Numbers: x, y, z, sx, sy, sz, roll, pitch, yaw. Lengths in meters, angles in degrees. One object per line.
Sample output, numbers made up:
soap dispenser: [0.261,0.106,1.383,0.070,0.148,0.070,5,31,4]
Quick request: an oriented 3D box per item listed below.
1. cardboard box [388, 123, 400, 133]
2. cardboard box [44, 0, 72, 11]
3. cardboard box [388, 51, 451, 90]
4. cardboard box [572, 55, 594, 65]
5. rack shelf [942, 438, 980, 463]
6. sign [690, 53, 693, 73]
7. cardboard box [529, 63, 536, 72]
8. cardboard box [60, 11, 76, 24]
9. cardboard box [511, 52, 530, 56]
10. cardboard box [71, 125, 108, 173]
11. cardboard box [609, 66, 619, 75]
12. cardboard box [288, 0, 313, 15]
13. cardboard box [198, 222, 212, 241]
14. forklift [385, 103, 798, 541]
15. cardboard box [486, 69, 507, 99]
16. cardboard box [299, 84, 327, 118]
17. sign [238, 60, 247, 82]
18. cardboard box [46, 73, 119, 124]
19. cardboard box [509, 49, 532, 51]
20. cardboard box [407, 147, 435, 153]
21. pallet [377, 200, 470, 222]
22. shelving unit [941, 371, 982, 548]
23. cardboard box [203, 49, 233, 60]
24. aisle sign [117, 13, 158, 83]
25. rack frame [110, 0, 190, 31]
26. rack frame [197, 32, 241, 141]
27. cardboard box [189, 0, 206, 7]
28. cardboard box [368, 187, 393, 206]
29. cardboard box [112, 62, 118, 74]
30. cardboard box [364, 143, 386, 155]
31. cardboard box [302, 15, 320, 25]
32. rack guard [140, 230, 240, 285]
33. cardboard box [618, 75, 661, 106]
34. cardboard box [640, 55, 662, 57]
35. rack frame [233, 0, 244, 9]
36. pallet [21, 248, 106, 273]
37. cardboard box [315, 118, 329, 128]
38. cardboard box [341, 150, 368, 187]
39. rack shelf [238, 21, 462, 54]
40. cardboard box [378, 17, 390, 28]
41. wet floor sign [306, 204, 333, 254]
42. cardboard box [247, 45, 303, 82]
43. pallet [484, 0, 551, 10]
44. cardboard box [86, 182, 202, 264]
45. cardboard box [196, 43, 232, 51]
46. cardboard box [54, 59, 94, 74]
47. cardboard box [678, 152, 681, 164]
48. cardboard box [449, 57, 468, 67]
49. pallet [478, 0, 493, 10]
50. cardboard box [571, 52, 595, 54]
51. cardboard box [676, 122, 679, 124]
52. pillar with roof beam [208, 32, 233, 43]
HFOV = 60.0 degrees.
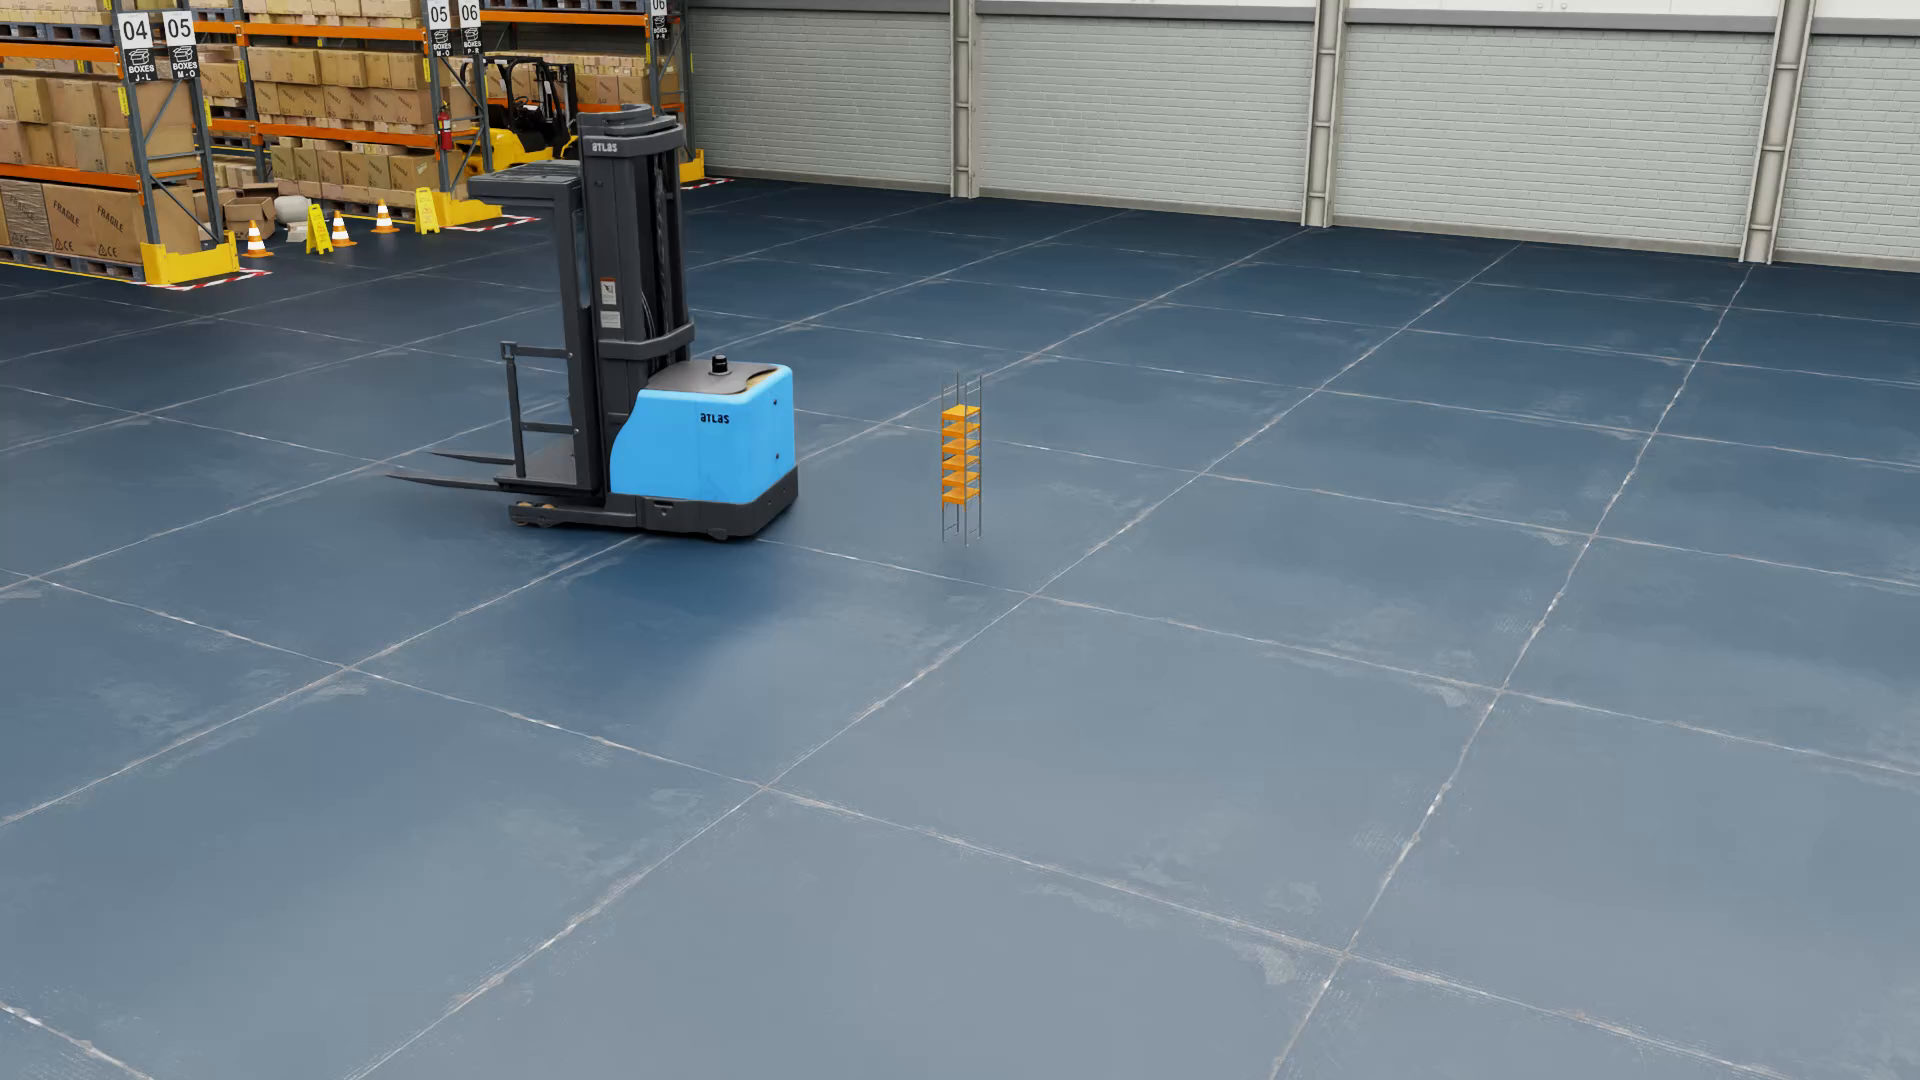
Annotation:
cardboard box: [-8.320,-6.182,24.877,0.250,0.149,0.380,10,22,26]
cardboard box: [-10.726,-6.558,20.169,0.500,0.250,0.500,11,23,27]
cardboard box: [-7.953,-6.920,24.494,0.500,0.500,0.700,10,22,26]
cardboard box: [-6.562,-8.393,29.069,0.250,0.149,0.380,11,23,28]
rack shelf: [0.013,-0.633,11.628,0.180,0.103,0.258,11,23,27]
sign: [-4.707,-8.330,29.045,0.005,0.325,0.100,11,23,27]
cardboard box: [-7.450,-8.423,29.588,0.250,0.149,0.380,11,22,27]
cardboard box: [-10.626,-6.328,20.119,0.250,0.149,0.380,11,23,28]
cardboard box: [-7.842,-8.681,29.864,0.250,0.149,0.380,10,22,26]
cardboard box: [-10.563,-4.957,20.910,0.550,0.550,0.875,11,23,27]
cardboard box: [-5.857,-8.143,28.816,0.250,0.149,0.380,11,23,28]
cardboard box: [-9.756,-8.063,25.079,0.500,0.250,0.500,11,23,28]
cardboard box: [-10.820,-4.395,23.592,0.258,0.266,0.396,16,25,36]
forklift: [-2.798,-1.634,12.073,3.031,2.935,1.130,5,21,14]
cardboard box: [-8.215,-8.282,30.152,0.500,0.500,0.500,10,22,26]
cardboard box: [-9.763,-6.775,25.561,0.500,0.500,0.500,11,22,27]
sign: [-11.160,-7.287,25.857,0.005,0.325,0.100,11,23,27]
cardboard box: [-10.979,-5.602,21.106,0.550,0.550,0.875,11,23,27]
cardboard box: [-8.049,-8.915,30.510,0.250,0.149,0.380,11,23,27]
cardboard box: [-8.450,-5.807,25.790,0.500,0.500,0.500,10,22,25]
pallet: [-8.159,-5.091,25.589,1.213,0.211,1.003,11,23,27]
shelving unit: [0.013,-0.562,11.654,0.189,1.200,0.258,11,23,27]
cardboard box: [-12.129,-7.931,27.181,0.250,0.149,0.380,12,23,30]
aisle sign: [-9.811,-5.874,19.847,0.004,0.787,0.394,11,23,27]
rack frame: [-9.727,-7.573,19.546,0.127,3.000,1.000,11,23,27]
rack frame: [-15.459,-9.717,34.254,0.127,3.000,1.000,11,23,27]
cardboard box: [-11.913,-8.585,26.339,0.500,0.250,0.500,11,23,28]
cardboard box: [-8.686,-5.291,25.469,0.500,0.250,0.500,11,23,27]
cardboard box: [-13.646,-7.730,27.577,0.500,0.500,0.500,12,23,30]
cardboard box: [-8.798,-5.945,25.221,0.250,0.149,0.380,11,23,28]
cardboard box: [-9.658,-7.835,25.036,0.250,0.149,0.380,10,22,26]
rack guard: [-9.706,-3.574,20.984,0.348,0.500,1.175,11,23,27]
cardboard box: [-5.541,-7.772,28.746,0.500,0.500,0.500,10,22,26]
cardboard box: [-5.374,-8.396,29.077,0.250,0.149,0.380,12,23,29]
rack frame: [-10.893,-9.729,25.488,0.127,3.000,1.000,11,23,27]
pallet: [-11.524,-3.755,21.907,1.213,0.211,1.003,11,23,27]
cardboard box: [-9.662,-6.427,25.552,0.250,0.149,0.380,11,23,28]
cardboard box: [-9.122,-5.728,25.574,0.500,0.500,0.500,10,22,26]
rack shelf: [-9.147,-7.648,25.206,4.000,0.370,1.077,11,23,27]
cardboard box: [-8.297,-7.597,24.380,0.250,0.149,0.380,12,23,29]
wet floor sign: [-8.736,-4.231,22.582,0.232,0.644,0.267,7,21,18]
cardboard box: [-10.614,-7.428,25.894,0.500,0.500,0.700,11,22,27]
pallet: [-7.718,-9.621,29.721,1.213,0.211,1.003,11,23,27]
cardboard box: [-10.351,-4.045,21.116,0.875,0.875,0.875,11,23,28]
cardboard box: [-15.146,-9.815,33.760,0.500,0.500,0.700,11,23,29]
cardboard box: [-14.964,-8.099,28.180,0.500,0.500,0.500,10,22,26]
cardboard box: [-5.317,-6.766,29.536,0.500,0.250,0.500,11,23,28]
cardboard box: [-9.304,-8.823,30.692,0.250,0.149,0.380,11,23,27]
pallet: [-9.252,-9.850,30.502,1.217,0.209,0.805,10,22,25]
cardboard box: [-6.741,-8.641,29.755,0.250,0.149,0.380,12,23,29]
cardboard box: [-5.311,-7.233,29.355,0.500,0.250,0.500,10,22,26]
pillar with roof beam: [-17.727,-11.640,30.757,0.400,9.000,9.100,11,23,27]
